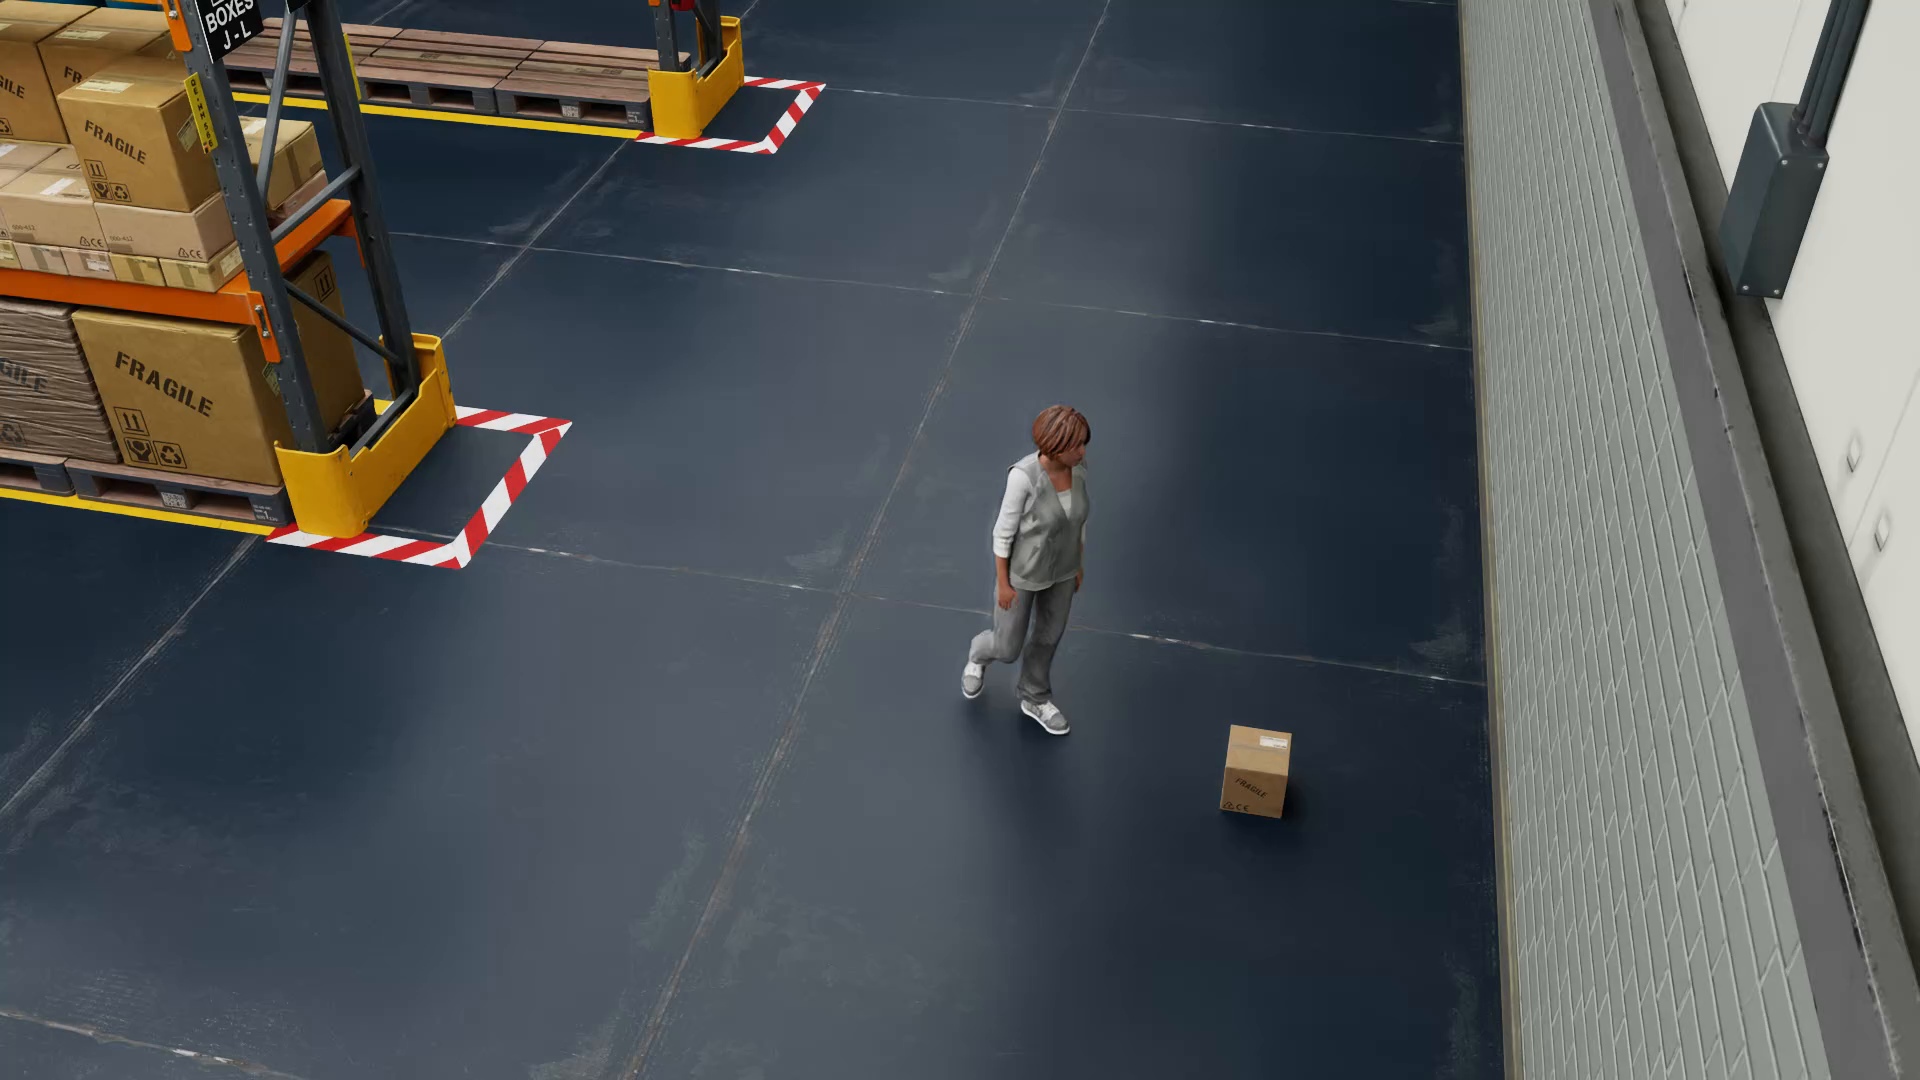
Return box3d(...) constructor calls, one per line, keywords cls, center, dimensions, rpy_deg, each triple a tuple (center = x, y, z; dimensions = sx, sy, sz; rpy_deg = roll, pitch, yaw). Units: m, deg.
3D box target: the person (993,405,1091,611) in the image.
box3d(cls="person", center=(0.328, -0.126, 6.583), dimensions=(0.440, 0.938, 0.328), rpy_deg=(-21, 42, -25))
